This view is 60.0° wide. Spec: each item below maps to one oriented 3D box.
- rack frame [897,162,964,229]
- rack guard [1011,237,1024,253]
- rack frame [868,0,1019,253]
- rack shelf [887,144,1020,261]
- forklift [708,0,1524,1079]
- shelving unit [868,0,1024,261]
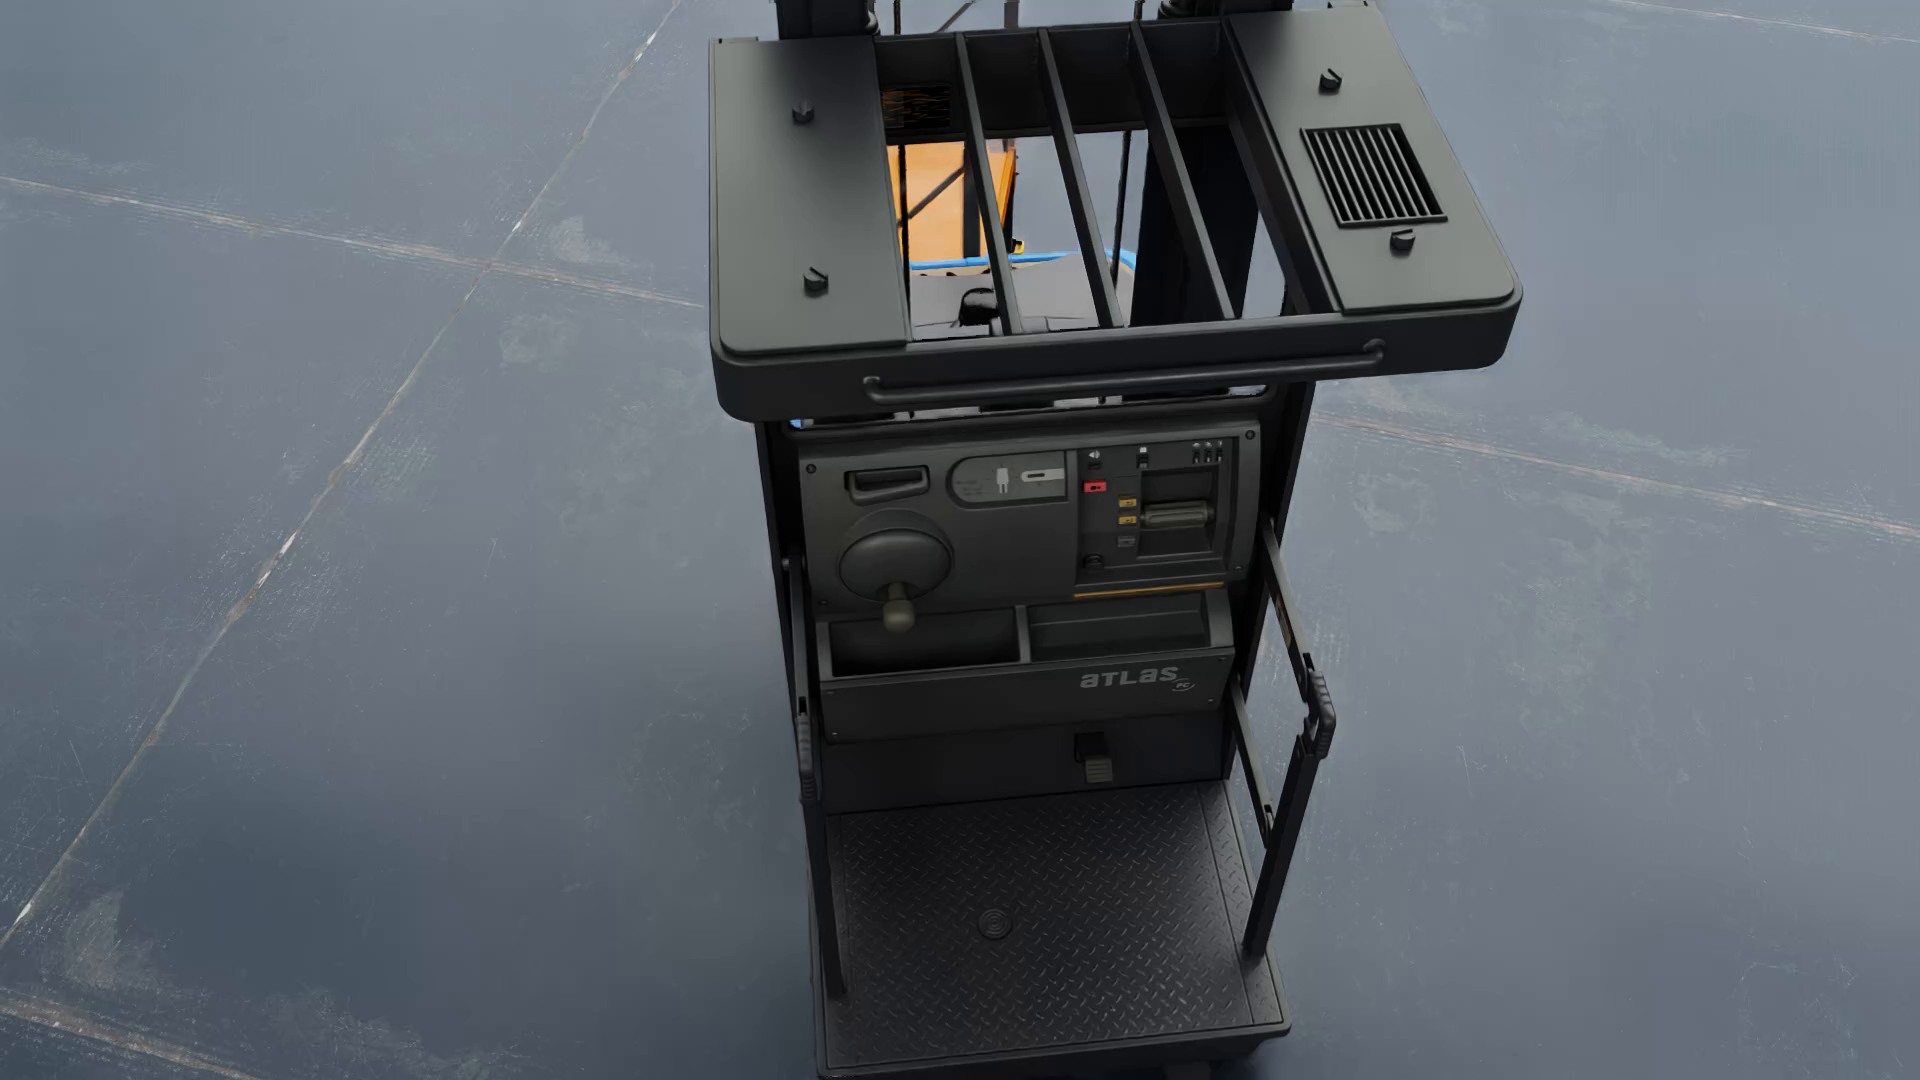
[{"bbox_3d":[-0.196,-0.649,4.823,0.475,1.308,0.013,5,49,5],"label":"rack frame"},{"bbox_3d":[-0.069,-0.977,5.946,0.587,0.250,0.087,5,49,5],"label":"rack guard"},{"bbox_3d":[-0.066,-1.405,5.490,0.500,1.500,0.032,5,49,5],"label":"rack frame"},{"bbox_3d":[-0.130,-0.908,5.291,0.538,0.185,1.000,5,49,5],"label":"rack shelf"},{"bbox_3d":[0.172,0.070,3.234,1.130,2.935,3.031,-5,49,-4],"label":"forklift"},{"bbox_3d":[-0.132,-1.020,5.150,0.587,1.500,1.083,5,49,5],"label":"shelving unit"}]
